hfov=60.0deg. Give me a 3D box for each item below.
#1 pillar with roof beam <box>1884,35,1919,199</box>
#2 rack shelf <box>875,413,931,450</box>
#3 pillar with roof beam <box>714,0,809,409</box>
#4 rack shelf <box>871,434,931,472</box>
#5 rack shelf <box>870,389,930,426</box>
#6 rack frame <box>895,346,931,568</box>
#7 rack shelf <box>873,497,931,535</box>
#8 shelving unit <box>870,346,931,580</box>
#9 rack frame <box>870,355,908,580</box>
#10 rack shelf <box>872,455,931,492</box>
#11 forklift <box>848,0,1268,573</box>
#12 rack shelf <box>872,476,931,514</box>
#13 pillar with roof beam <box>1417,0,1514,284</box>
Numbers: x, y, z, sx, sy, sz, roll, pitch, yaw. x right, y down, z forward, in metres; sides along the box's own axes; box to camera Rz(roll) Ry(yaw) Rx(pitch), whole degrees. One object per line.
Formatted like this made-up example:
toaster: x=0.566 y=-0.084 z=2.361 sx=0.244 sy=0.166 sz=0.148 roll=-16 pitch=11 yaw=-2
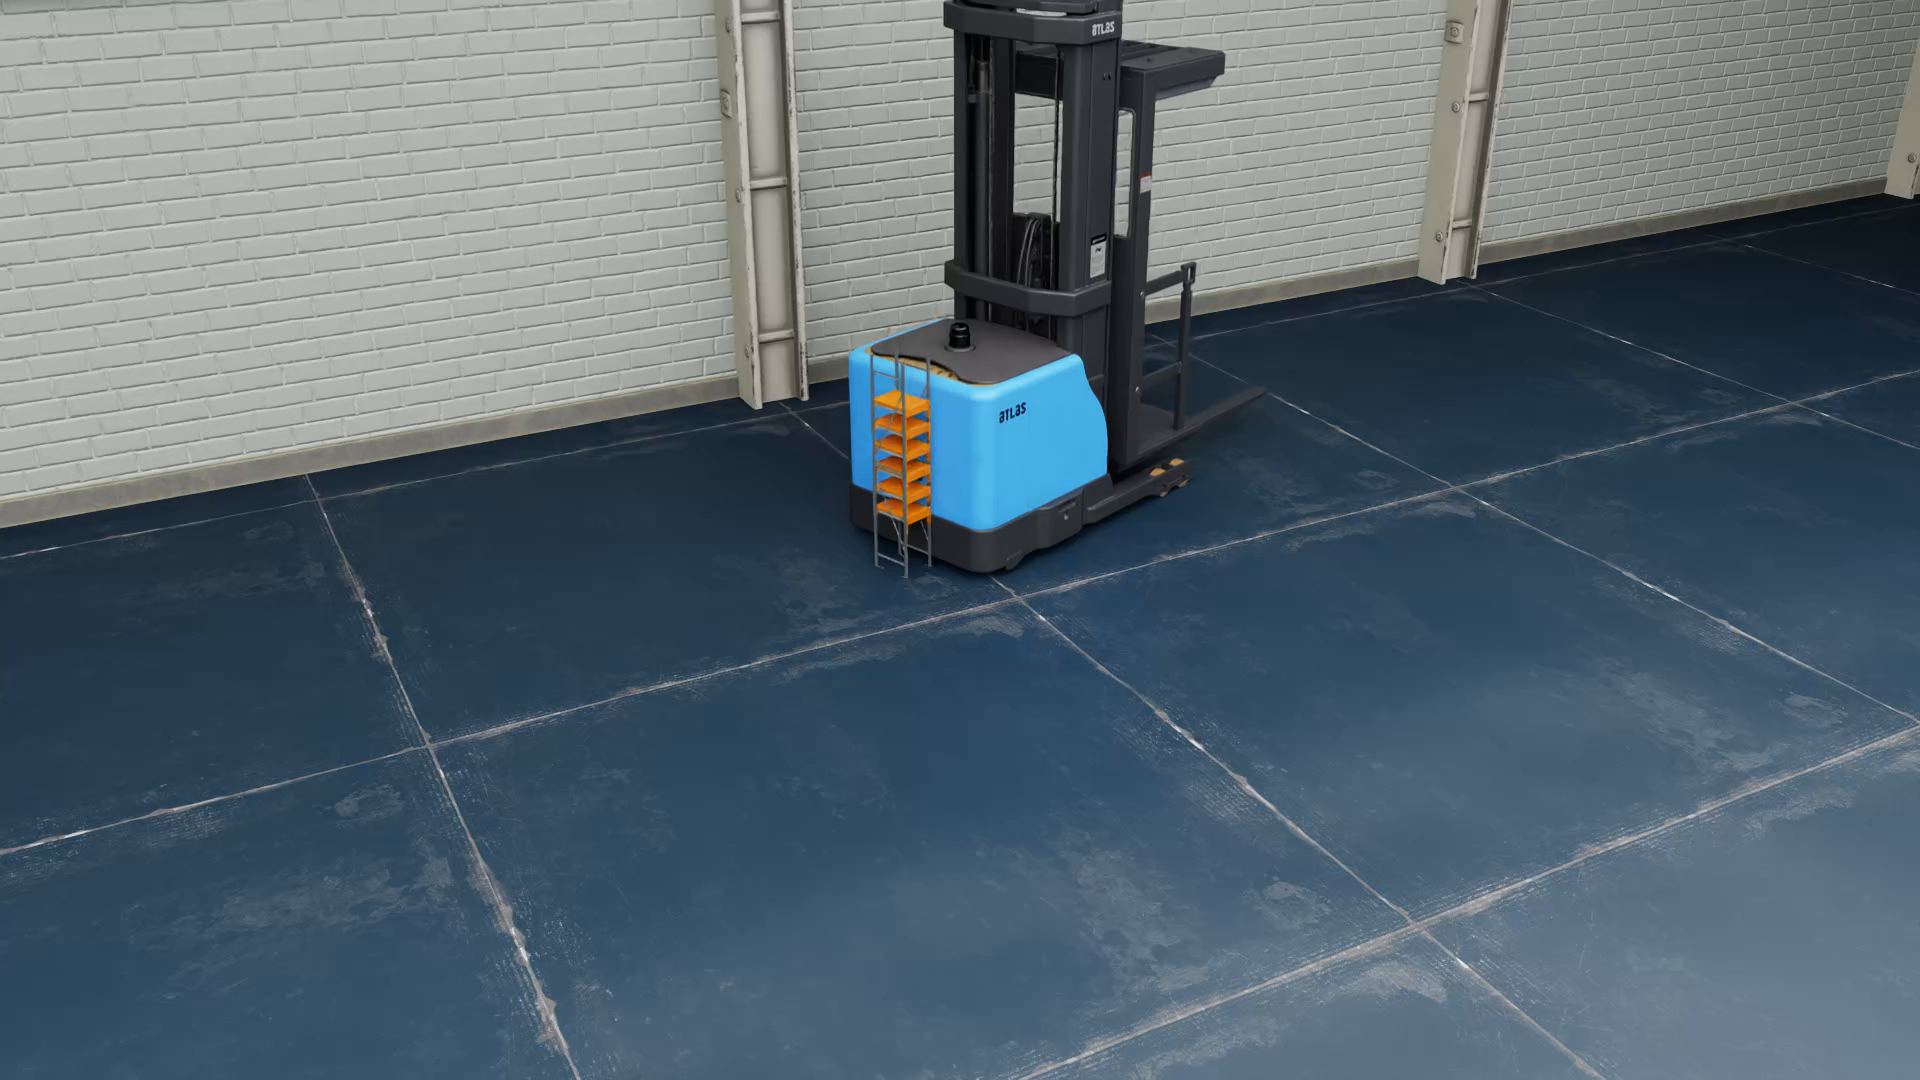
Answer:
pillar with roof beam: x=11.352 y=-5.824 z=10.983 sx=0.400 sy=9.000 sz=9.100 roll=-13 pitch=29 yaw=-25
rack shelf: x=-0.306 y=-0.570 z=8.600 sx=0.258 sy=0.103 sz=0.180 roll=21 pitch=33 yaw=37
pillar with roof beam: x=0.763 y=-3.380 z=5.892 sx=0.400 sy=9.000 sz=9.100 roll=-13 pitch=29 yaw=-25
rack shelf: x=-0.306 y=-0.462 z=8.652 sx=0.258 sy=0.103 sz=0.180 roll=21 pitch=33 yaw=37
rack shelf: x=-0.306 y=-0.678 z=8.548 sx=0.258 sy=0.103 sz=0.180 roll=21 pitch=33 yaw=37
rack frame: x=-0.245 y=-0.424 z=8.746 sx=0.240 sy=1.200 sz=0.006 roll=21 pitch=33 yaw=37
rack shelf: x=-0.306 y=-0.138 z=8.807 sx=0.258 sy=0.103 sz=0.180 roll=21 pitch=33 yaw=37
shelving unit: x=-0.306 y=-0.394 z=8.684 sx=0.258 sy=1.200 sz=0.189 roll=21 pitch=33 yaw=37
rack frame: x=-0.367 y=-0.364 z=8.623 sx=0.240 sy=1.200 sz=0.006 roll=21 pitch=33 yaw=37
rack shelf: x=-0.306 y=-0.354 z=8.704 sx=0.258 sy=0.103 sz=0.180 roll=21 pitch=33 yaw=37
forklift: x=0.740 y=-1.705 z=9.416 sx=1.130 sy=2.935 sz=3.031 roll=21 pitch=33 yaw=37
rack shelf: x=-0.306 y=-0.246 z=8.755 sx=0.258 sy=0.103 sz=0.180 roll=21 pitch=33 yaw=37
pillar with roof beam: x=6.057 y=-4.602 z=8.438 sx=0.400 sy=9.000 sz=9.100 roll=-13 pitch=29 yaw=-25
